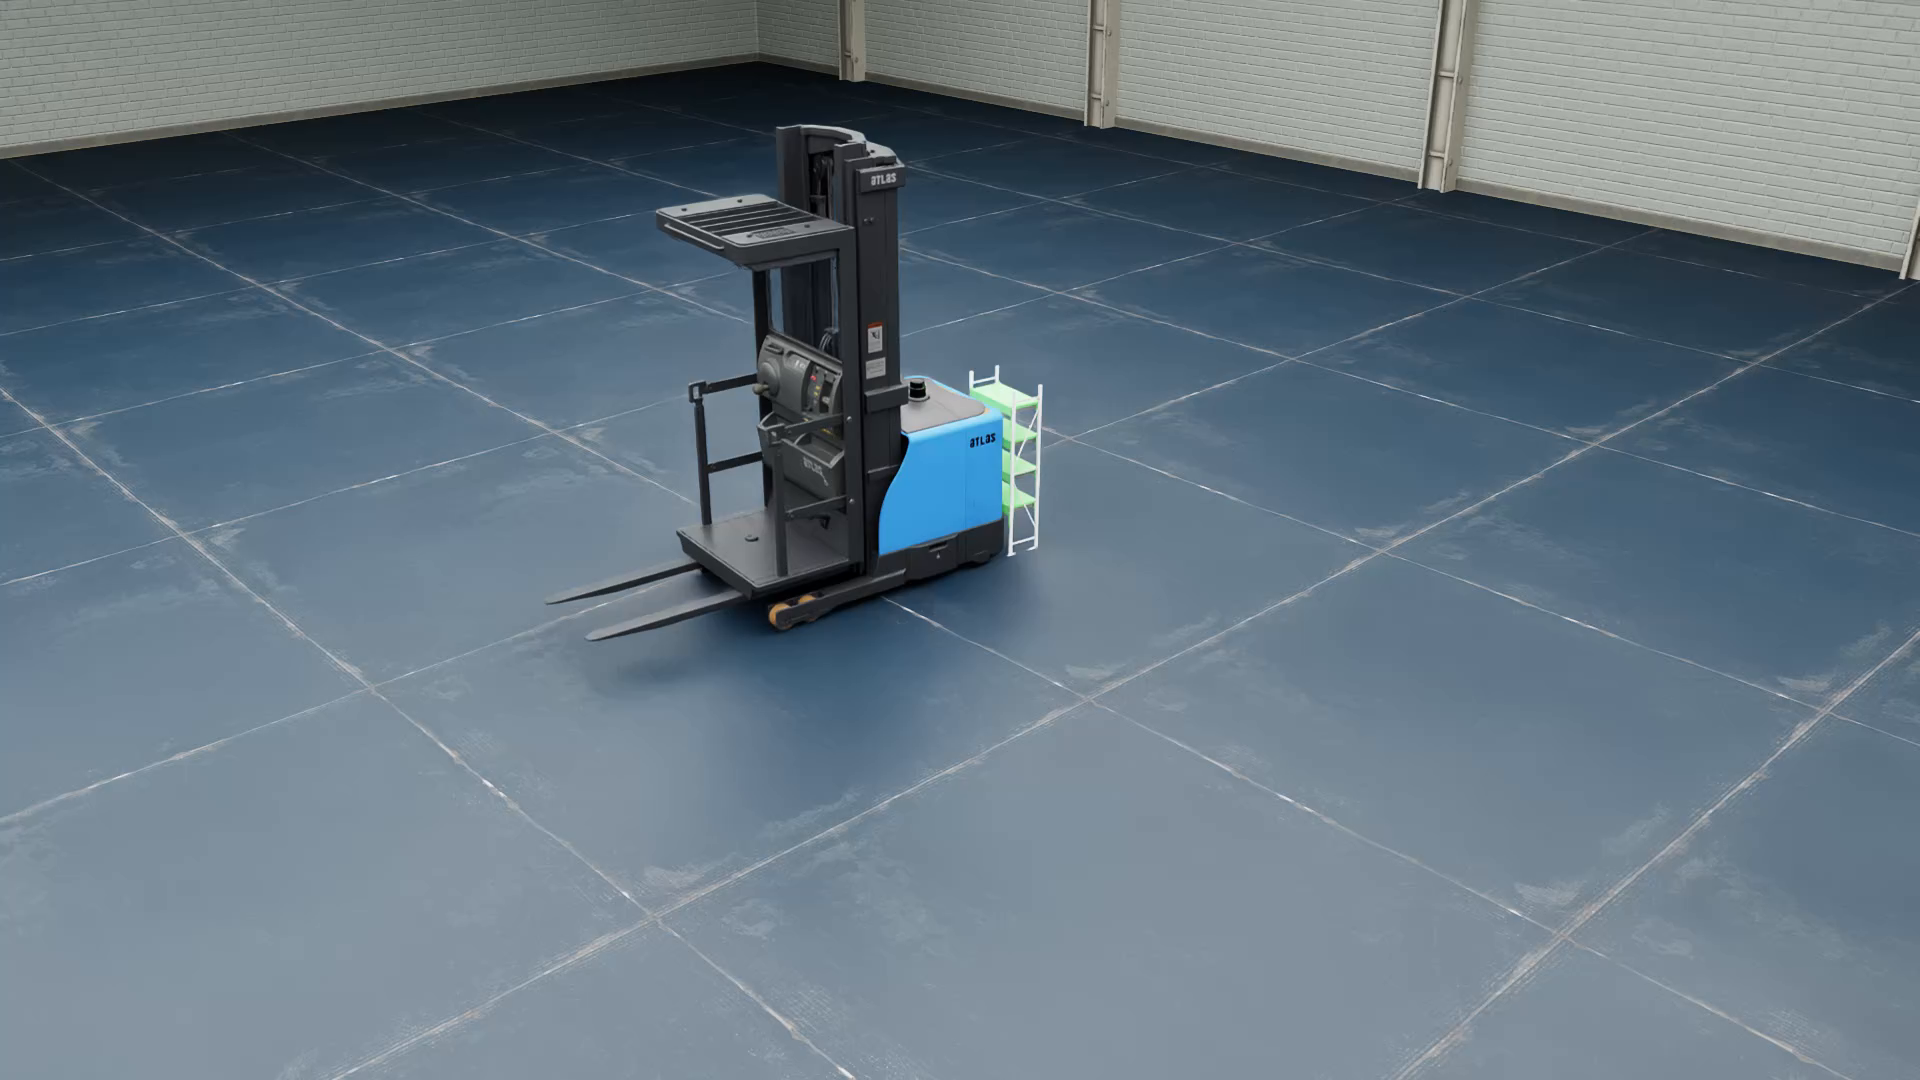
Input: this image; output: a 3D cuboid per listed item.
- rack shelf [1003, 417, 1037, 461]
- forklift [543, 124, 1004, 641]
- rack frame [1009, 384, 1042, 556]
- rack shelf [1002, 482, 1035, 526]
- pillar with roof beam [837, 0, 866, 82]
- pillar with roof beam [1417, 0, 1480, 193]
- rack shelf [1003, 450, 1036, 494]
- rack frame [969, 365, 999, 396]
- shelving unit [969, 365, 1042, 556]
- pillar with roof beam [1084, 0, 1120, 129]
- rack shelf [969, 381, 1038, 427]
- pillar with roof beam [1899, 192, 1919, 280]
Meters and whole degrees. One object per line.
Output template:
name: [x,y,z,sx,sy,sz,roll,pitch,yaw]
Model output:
rack shelf: [0.304,-0.710,11.433,0.258,0.148,0.480,-16,29,-32]
forklift: [-1.186,-1.013,10.440,3.031,2.935,1.130,-17,29,-33]
rack frame: [0.443,-0.466,11.324,0.240,1.200,0.015,-16,29,-32]
rack shelf: [0.301,-0.272,11.630,0.258,0.148,0.480,-16,29,-32]
pillar with roof beam: [-5.068,-11.134,25.315,9.100,9.000,0.400,-21,32,-38]
pillar with roof beam: [3.134,-7.499,17.345,9.100,9.000,0.400,-21,32,-38]
rack shelf: [0.303,-0.491,11.532,0.258,0.148,0.480,-16,29,-32]
rack frame: [0.163,-0.632,11.688,0.240,1.200,0.015,-16,29,-32]
shelving unit: [0.303,-0.549,11.506,0.258,1.200,0.503,-16,29,-32]
pillar with roof beam: [-0.967,-9.316,21.330,9.100,9.000,0.400,-21,32,-38]
rack shelf: [0.306,-0.929,11.335,0.258,0.148,0.480,-16,29,-32]
pillar with roof beam: [7.235,-5.681,13.360,9.100,9.000,0.400,-21,32,-38]
